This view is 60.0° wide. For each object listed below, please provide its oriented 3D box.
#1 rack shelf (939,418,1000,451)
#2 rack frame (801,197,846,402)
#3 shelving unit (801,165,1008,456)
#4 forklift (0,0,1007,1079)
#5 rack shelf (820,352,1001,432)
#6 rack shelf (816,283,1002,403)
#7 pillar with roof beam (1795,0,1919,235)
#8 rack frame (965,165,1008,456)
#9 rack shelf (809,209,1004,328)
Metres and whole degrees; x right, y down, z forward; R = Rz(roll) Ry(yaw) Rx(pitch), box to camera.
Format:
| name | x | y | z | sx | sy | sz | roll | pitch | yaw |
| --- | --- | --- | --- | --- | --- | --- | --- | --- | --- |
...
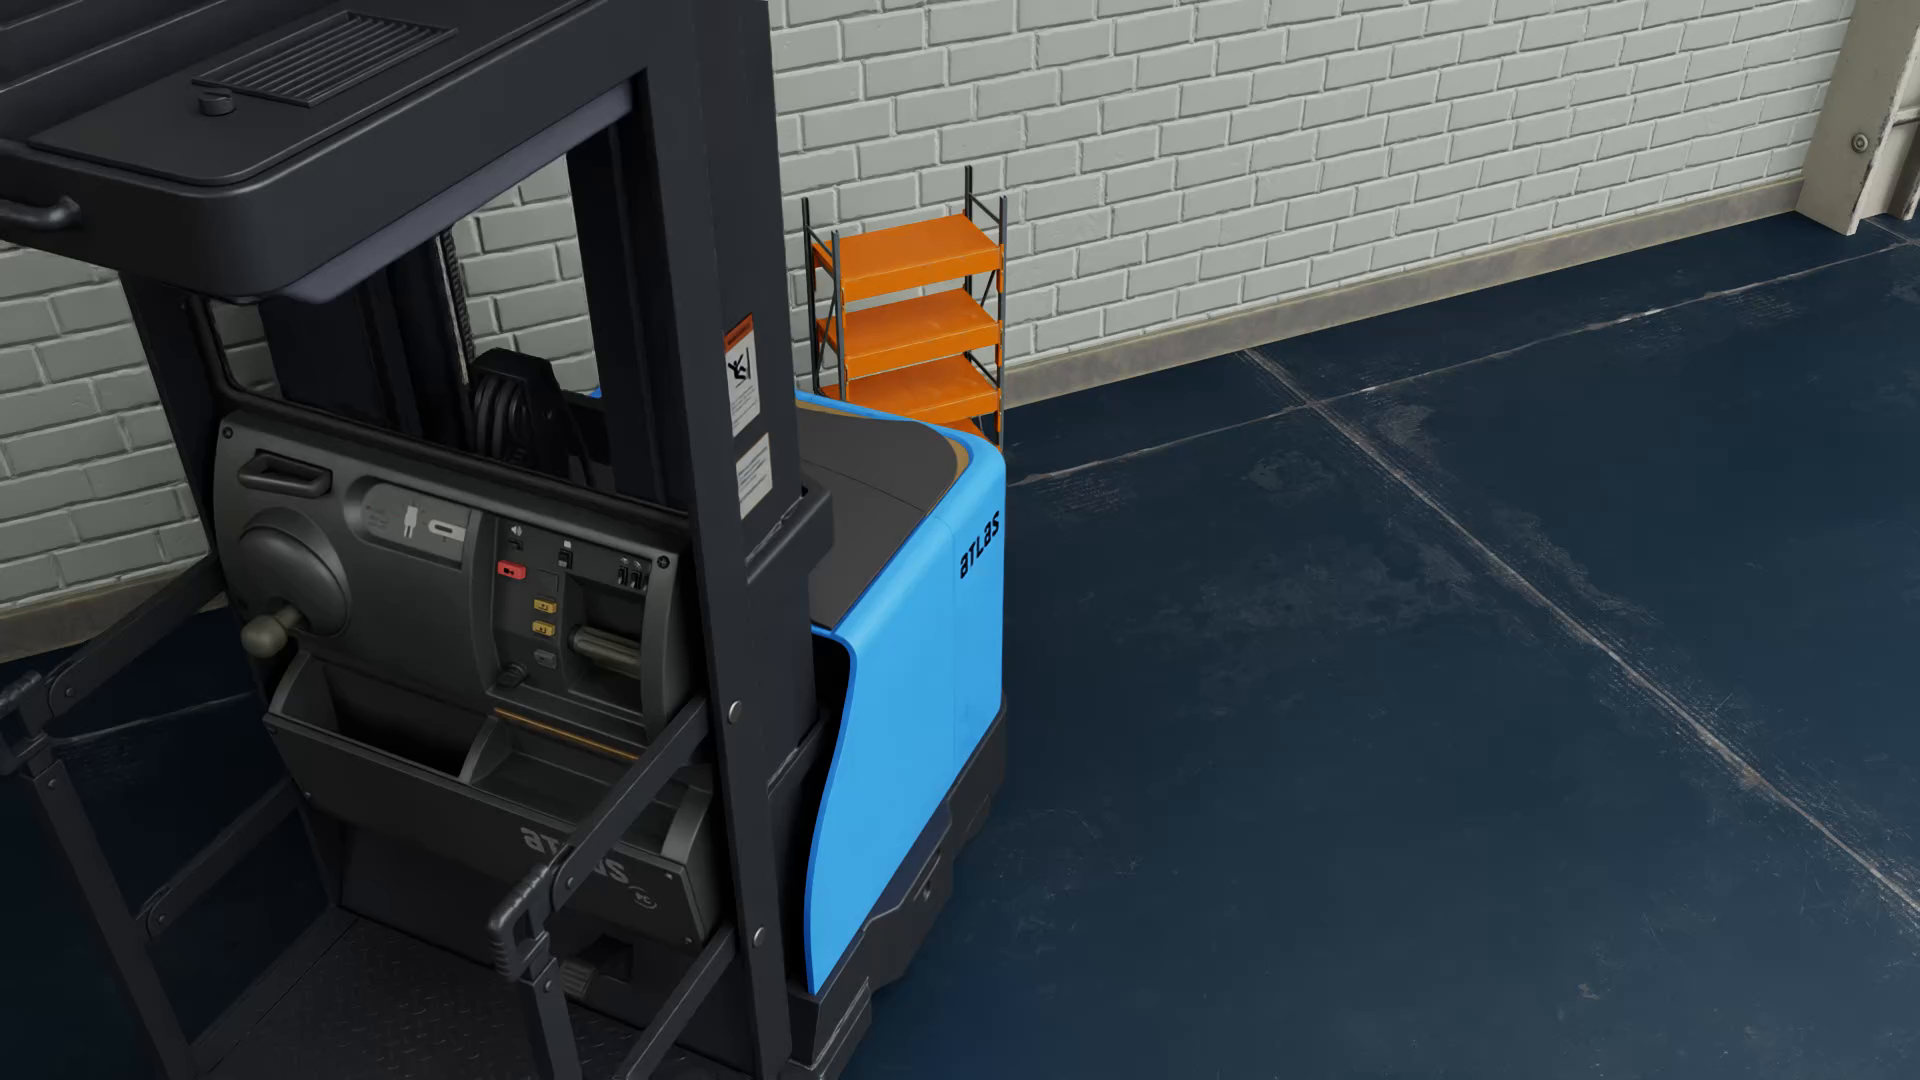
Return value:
| name | x | y | z | sx | sy | sz | roll | pitch | yaw |
| --- | --- | --- | --- | --- | --- | --- | --- | --- | --- |
| rack shelf | -0.150 | -0.226 | 4.994 | 0.480 | 0.148 | 0.258 | -16 | 39 | -20 |
| rack frame | -0.371 | -0.378 | 4.753 | 0.015 | 1.200 | 0.240 | -16 | 39 | -20 |
| shelving unit | -0.150 | -0.440 | 4.836 | 0.503 | 1.200 | 0.258 | -16 | 39 | -20 |
| forklift | -0.954 | 0.138 | 2.603 | 1.130 | 2.935 | 3.031 | 15 | 39 | 20 |
| rack shelf | -0.150 | -0.386 | 4.876 | 0.480 | 0.148 | 0.258 | -16 | 39 | -20 |
| rack shelf | -0.150 | -0.566 | 4.743 | 0.480 | 0.148 | 0.258 | -16 | 39 | -20 |
| pillar with roof beam | 5.657 | -2.701 | 1.338 | 0.400 | 9.000 | 9.100 | -16 | 39 | -20 |
| rack frame | 0.071 | -0.502 | 4.919 | 0.015 | 1.200 | 0.240 | -16 | 39 | -20 |
| rack shelf | -0.150 | -0.756 | 4.602 | 0.480 | 0.148 | 0.258 | -16 | 39 | -20 |
